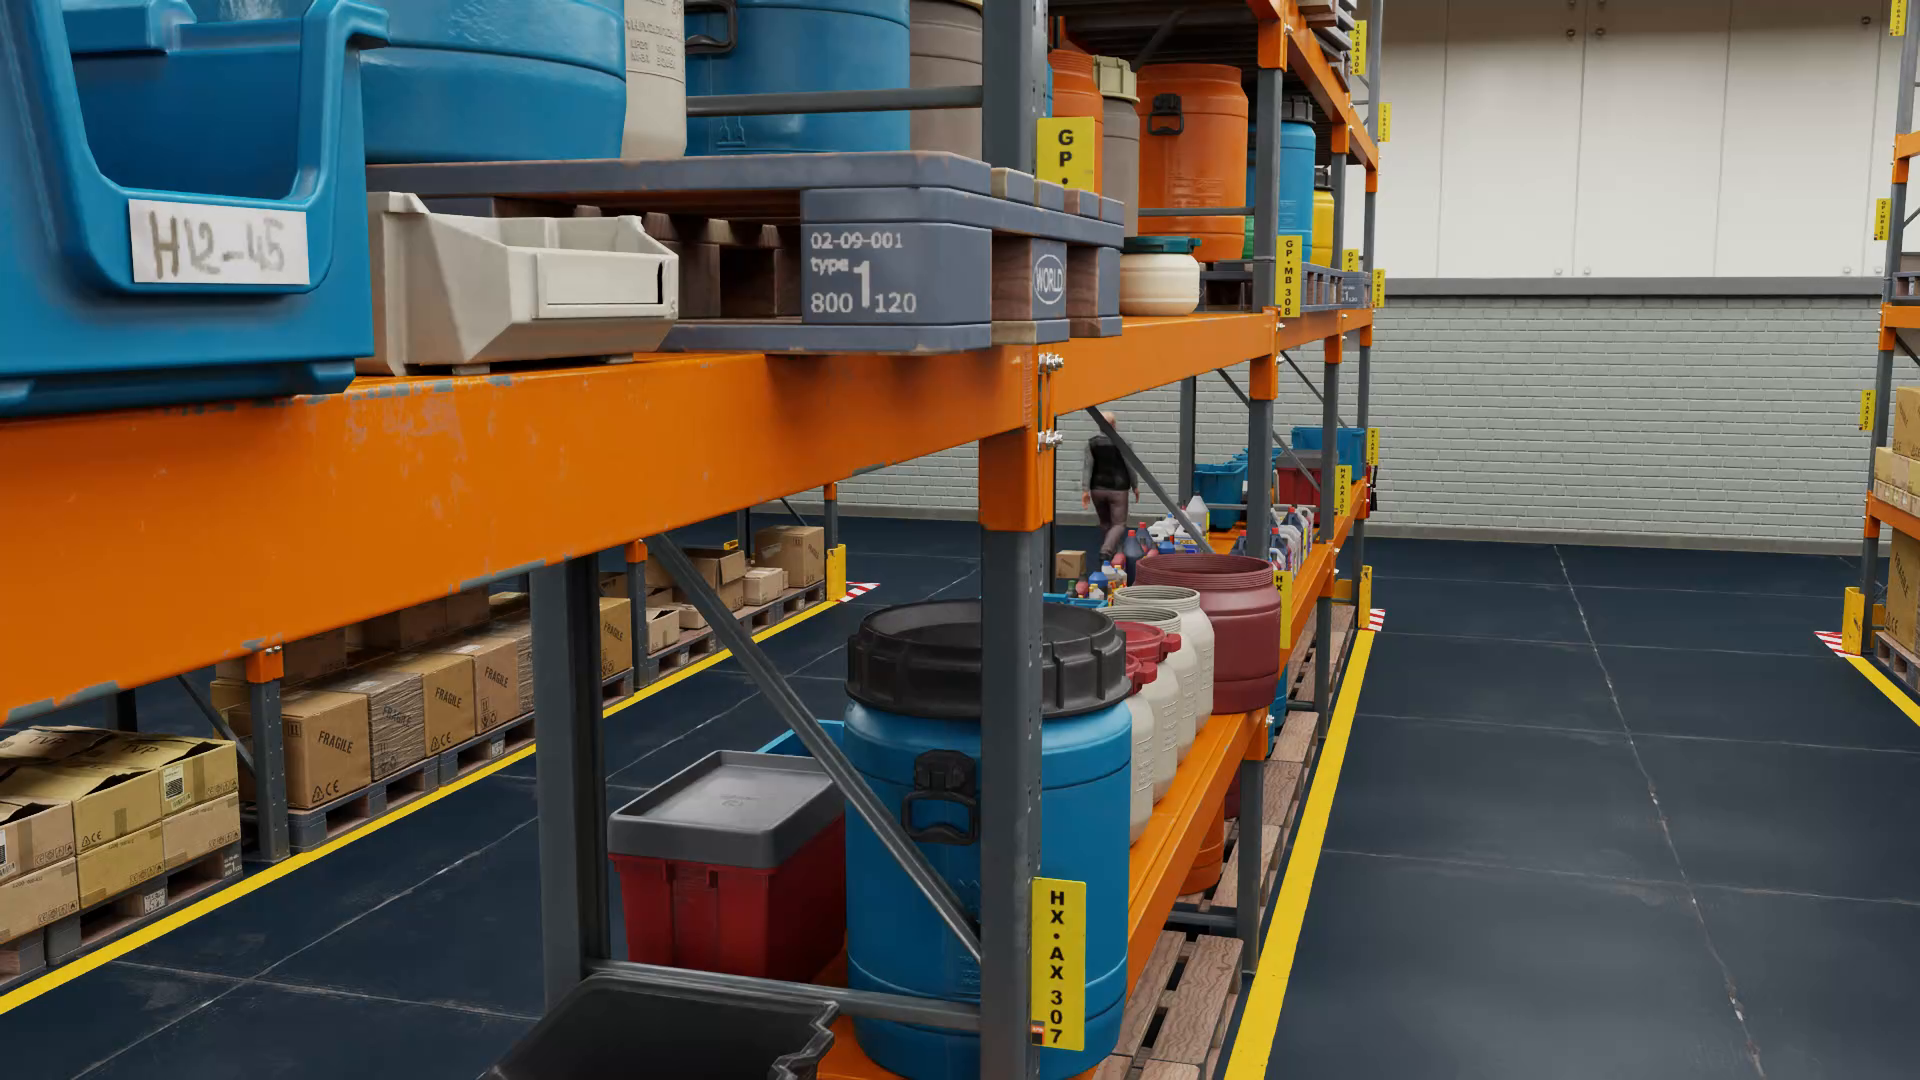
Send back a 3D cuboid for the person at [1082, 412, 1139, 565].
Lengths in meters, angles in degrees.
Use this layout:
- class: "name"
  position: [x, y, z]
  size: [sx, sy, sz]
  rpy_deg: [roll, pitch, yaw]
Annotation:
- class: "person"
  position: [1.581, -0.509, 17.451]
  size: [0.554, 1.679, 0.979]
  rpy_deg: [4, 9, 24]
